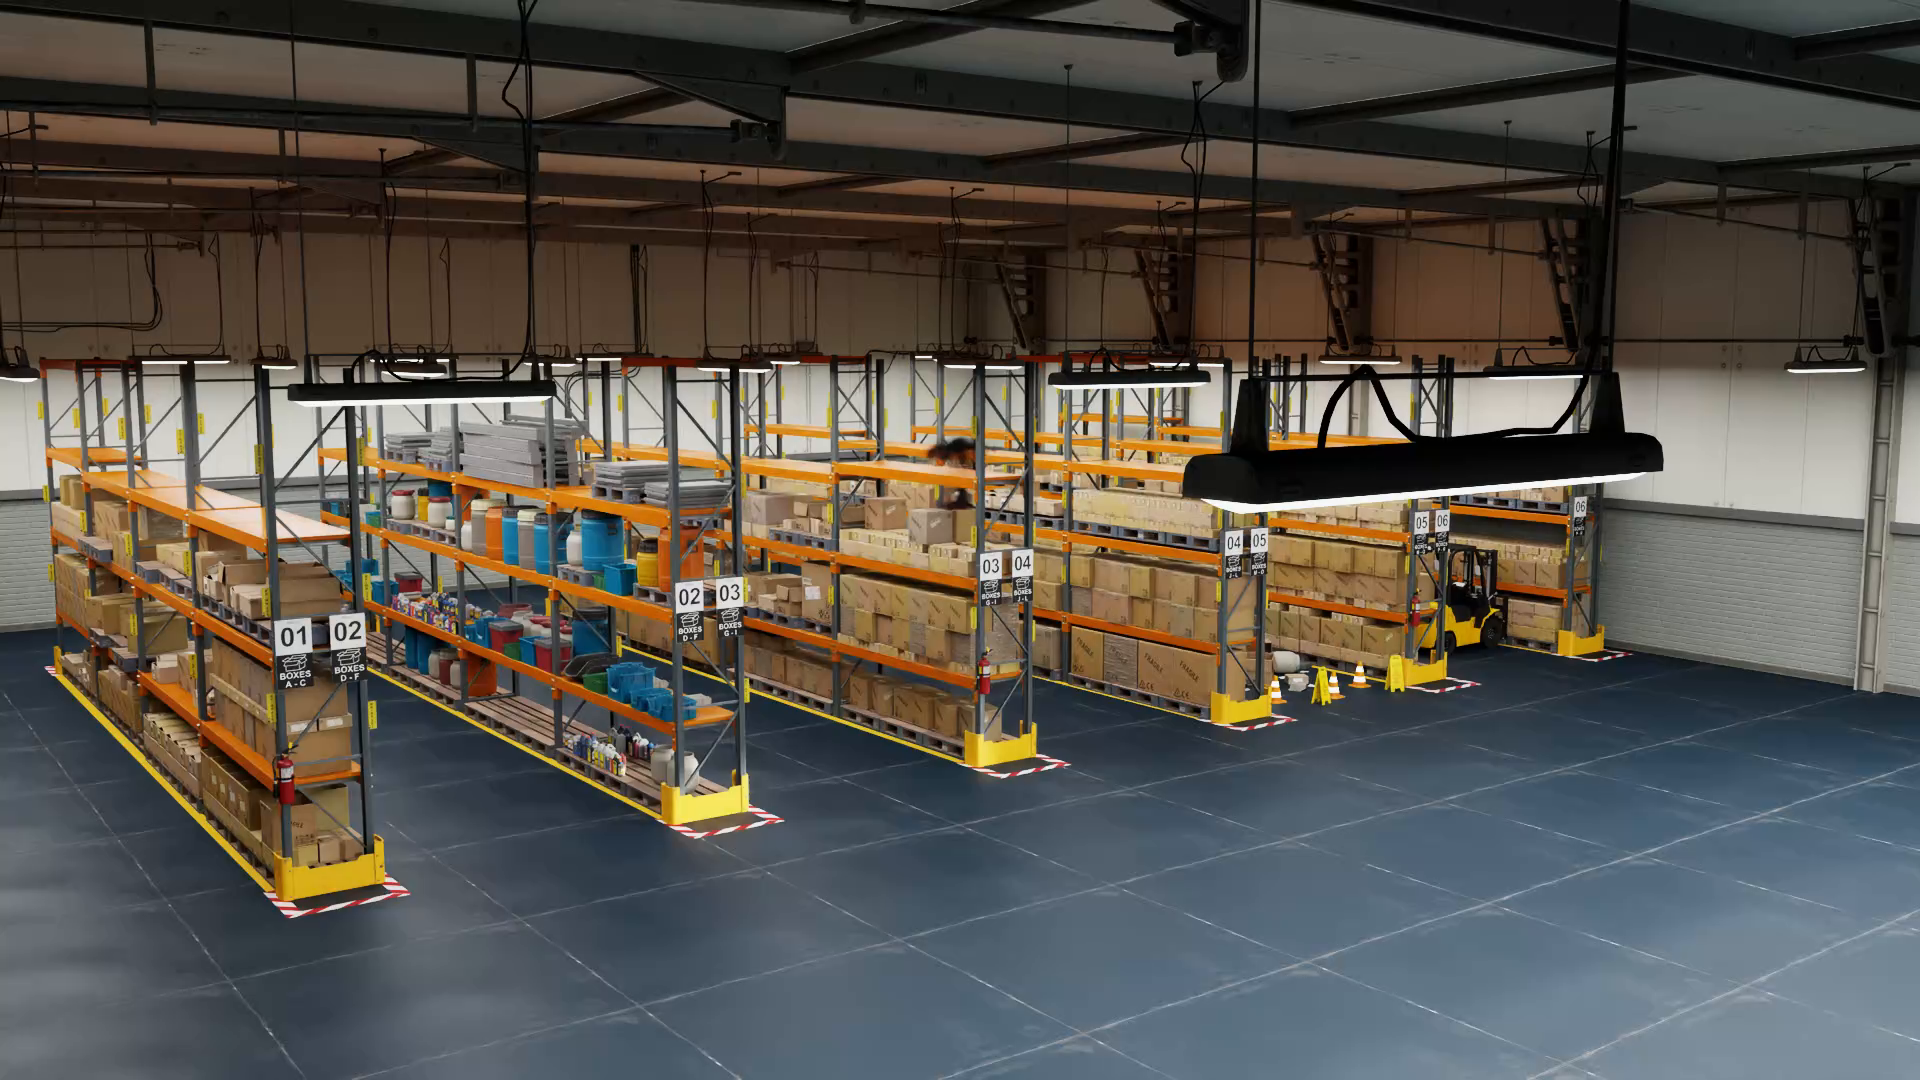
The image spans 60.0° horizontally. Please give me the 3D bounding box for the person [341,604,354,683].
[{"bbox_3d":[-11.219,1.914,30.321,0.805,1.580,0.605,6,9,43],"label":"person"}]

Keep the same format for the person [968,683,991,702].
[{"bbox_3d":[0.463,2.089,28.344,0.662,1.694,0.708,-7,9,-43],"label":"person"}]
